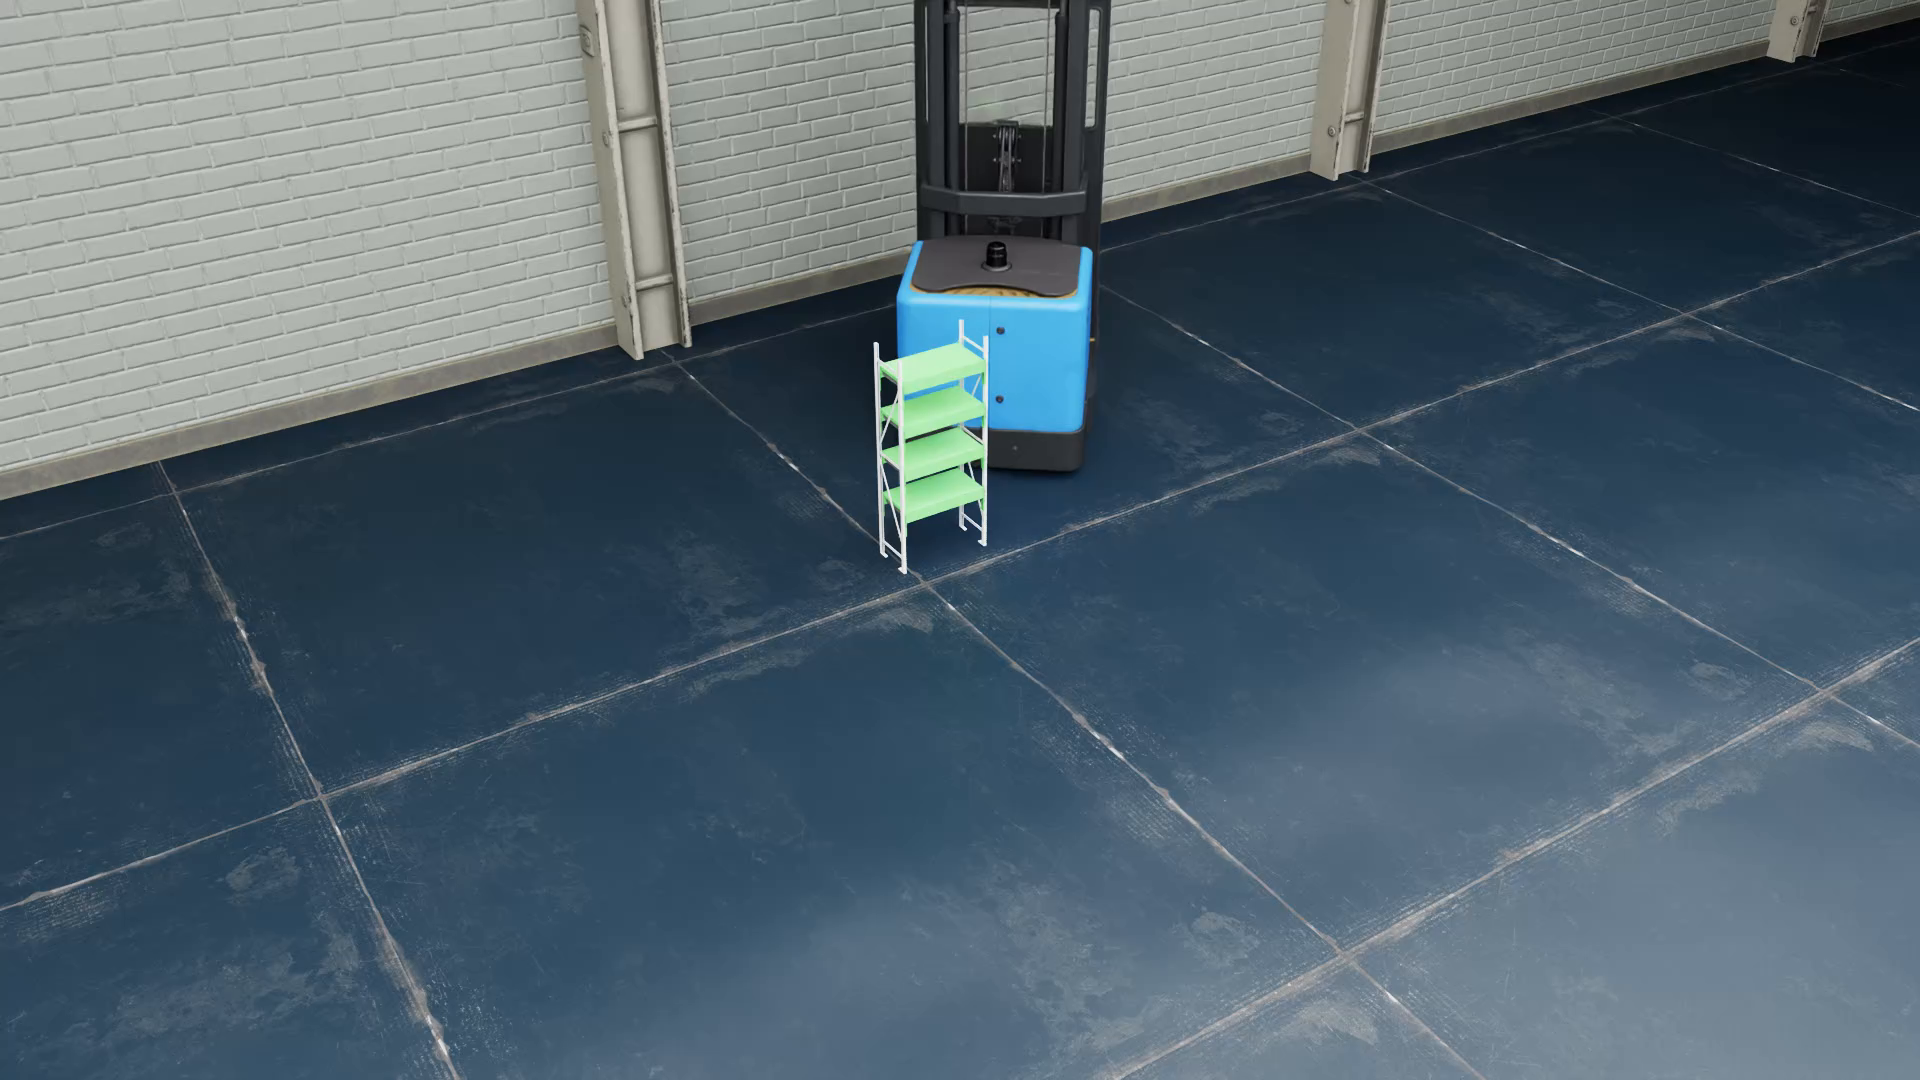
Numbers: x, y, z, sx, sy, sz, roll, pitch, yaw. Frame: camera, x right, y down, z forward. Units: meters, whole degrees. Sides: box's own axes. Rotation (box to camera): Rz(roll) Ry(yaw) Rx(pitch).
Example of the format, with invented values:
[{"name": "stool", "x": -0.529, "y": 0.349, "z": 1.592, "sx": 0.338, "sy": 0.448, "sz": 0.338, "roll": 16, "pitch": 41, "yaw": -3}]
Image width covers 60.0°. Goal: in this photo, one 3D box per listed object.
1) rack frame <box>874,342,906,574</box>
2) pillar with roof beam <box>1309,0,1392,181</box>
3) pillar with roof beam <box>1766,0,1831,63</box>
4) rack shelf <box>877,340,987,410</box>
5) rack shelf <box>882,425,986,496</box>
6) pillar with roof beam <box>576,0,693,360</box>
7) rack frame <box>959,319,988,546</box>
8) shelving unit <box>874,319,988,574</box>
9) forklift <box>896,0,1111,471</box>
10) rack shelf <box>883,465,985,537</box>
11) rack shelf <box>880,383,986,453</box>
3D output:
[{"name": "rack frame", "x": -0.344, "y": -0.389, "z": 8.242, "sx": 0.015, "sy": 1.200, "sz": 0.240, "roll": -19, "pitch": 37, "yaw": -27}, {"name": "pillar with roof beam", "x": 5.400, "y": -4.877, "z": 8.048, "sx": 0.400, "sy": 9.000, "sz": 9.100, "roll": -19, "pitch": 37, "yaw": -27}, {"name": "pillar with roof beam", "x": 10.443, "y": -6.612, "z": 10.797, "sx": 0.400, "sy": 9.000, "sz": 9.100, "roll": -19, "pitch": 37, "yaw": -27}, {"name": "rack shelf", "x": -0.139, "y": -0.812, "z": 8.132, "sx": 0.480, "sy": 0.148, "sz": 0.258, "roll": -19, "pitch": 37, "yaw": -27}, {"name": "rack shelf", "x": -0.139, "y": -0.406, "z": 8.388, "sx": 0.480, "sy": 0.148, "sz": 0.258, "roll": -19, "pitch": 37, "yaw": -27}, {"name": "pillar with roof beam", "x": 0.357, "y": -3.143, "z": 5.298, "sx": 0.400, "sy": 9.000, "sz": 9.100, "roll": -19, "pitch": 37, "yaw": -27}, {"name": "rack frame", "x": 0.066, "y": -0.530, "z": 8.466, "sx": 0.015, "sy": 1.200, "sz": 0.240, "roll": -19, "pitch": 37, "yaw": -27}, {"name": "shelving unit", "x": -0.139, "y": -0.460, "z": 8.354, "sx": 0.503, "sy": 1.200, "sz": 0.258, "roll": -19, "pitch": 37, "yaw": -27}, {"name": "forklift", "x": 0.314, "y": -2.387, "z": 9.786, "sx": 1.130, "sy": 2.935, "sz": 3.031, "roll": 3, "pitch": 32, "yaw": 5}, {"name": "rack shelf", "x": -0.139, "y": -0.203, "z": 8.516, "sx": 0.480, "sy": 0.148, "sz": 0.258, "roll": -19, "pitch": 37, "yaw": -27}, {"name": "rack shelf", "x": -0.139, "y": -0.609, "z": 8.260, "sx": 0.480, "sy": 0.148, "sz": 0.258, "roll": -19, "pitch": 37, "yaw": -27}]
